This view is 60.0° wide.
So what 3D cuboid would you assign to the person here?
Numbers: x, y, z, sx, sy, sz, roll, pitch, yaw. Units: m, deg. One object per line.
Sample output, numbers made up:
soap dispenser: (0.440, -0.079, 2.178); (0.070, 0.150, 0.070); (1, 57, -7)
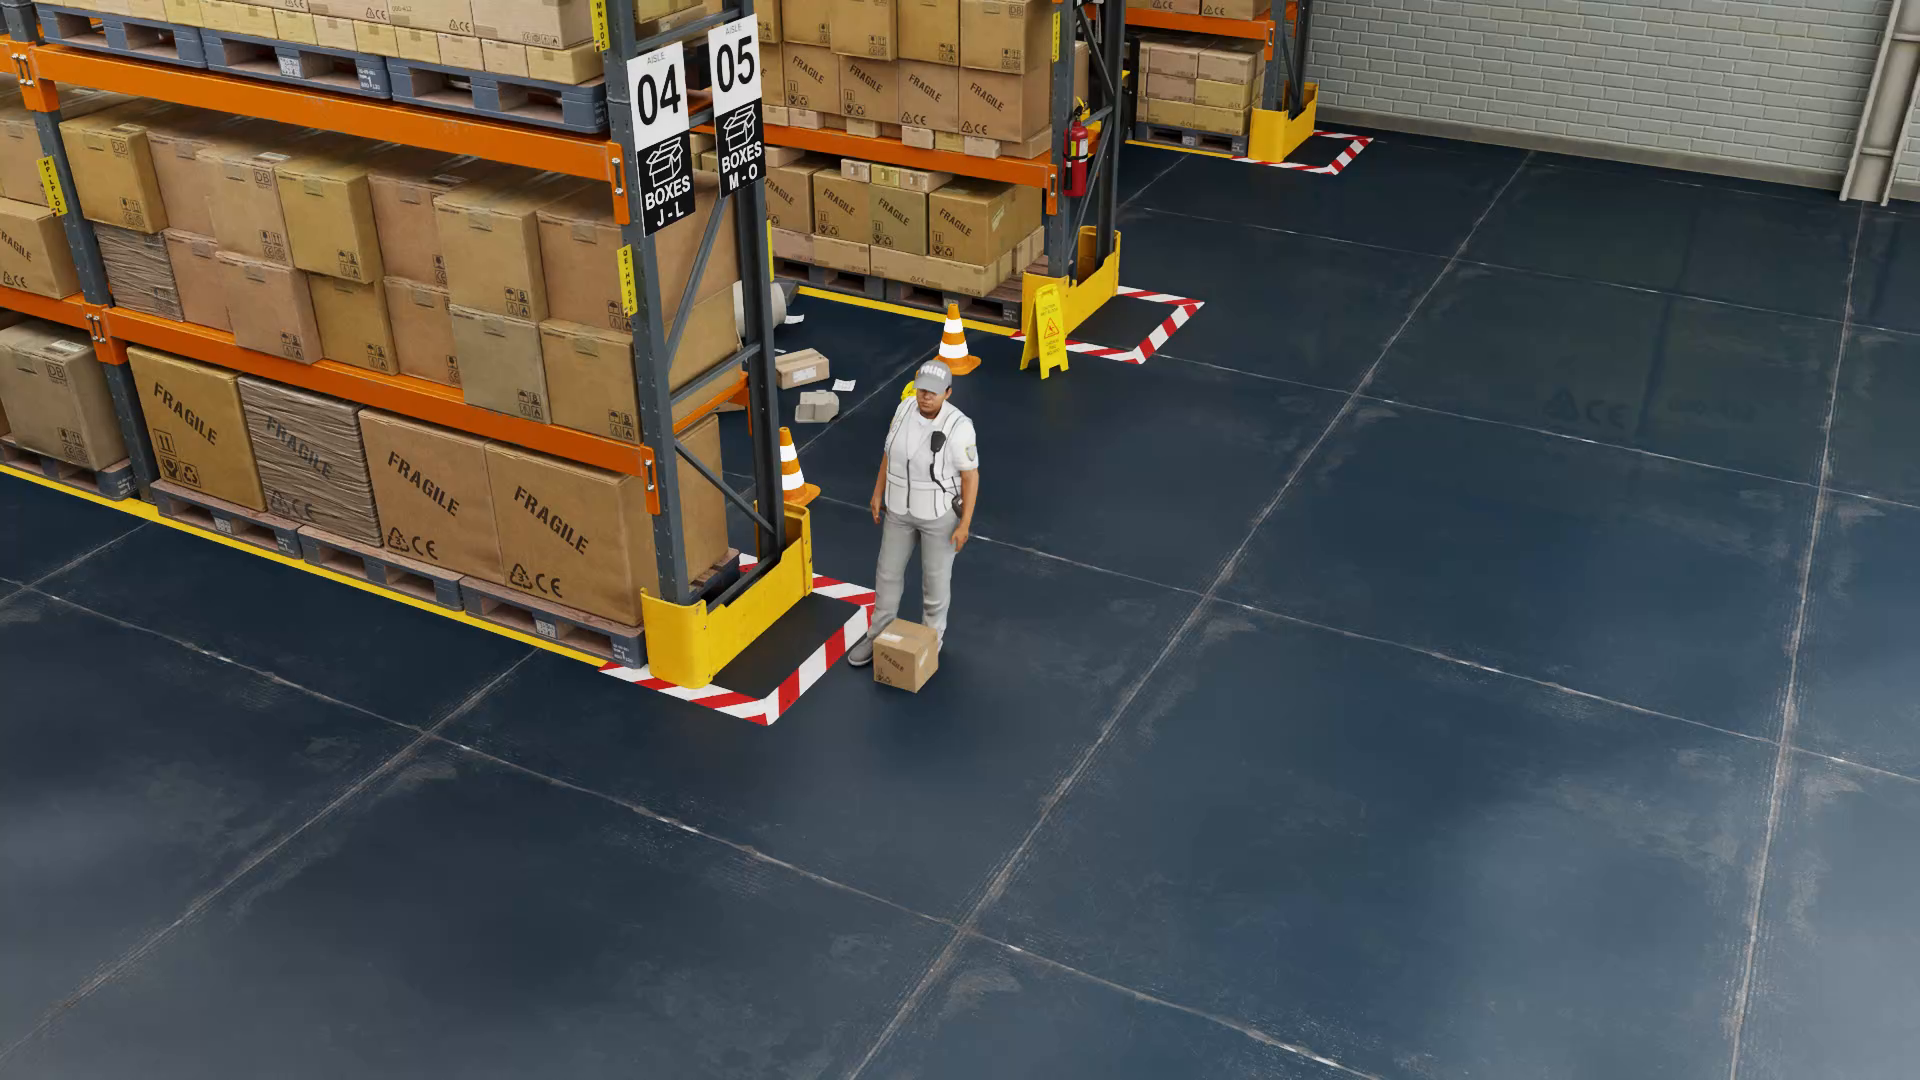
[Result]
person: (-0.232, -0.113, 8.456); (0.598, 1.670, 0.529); (15, 34, 24)
